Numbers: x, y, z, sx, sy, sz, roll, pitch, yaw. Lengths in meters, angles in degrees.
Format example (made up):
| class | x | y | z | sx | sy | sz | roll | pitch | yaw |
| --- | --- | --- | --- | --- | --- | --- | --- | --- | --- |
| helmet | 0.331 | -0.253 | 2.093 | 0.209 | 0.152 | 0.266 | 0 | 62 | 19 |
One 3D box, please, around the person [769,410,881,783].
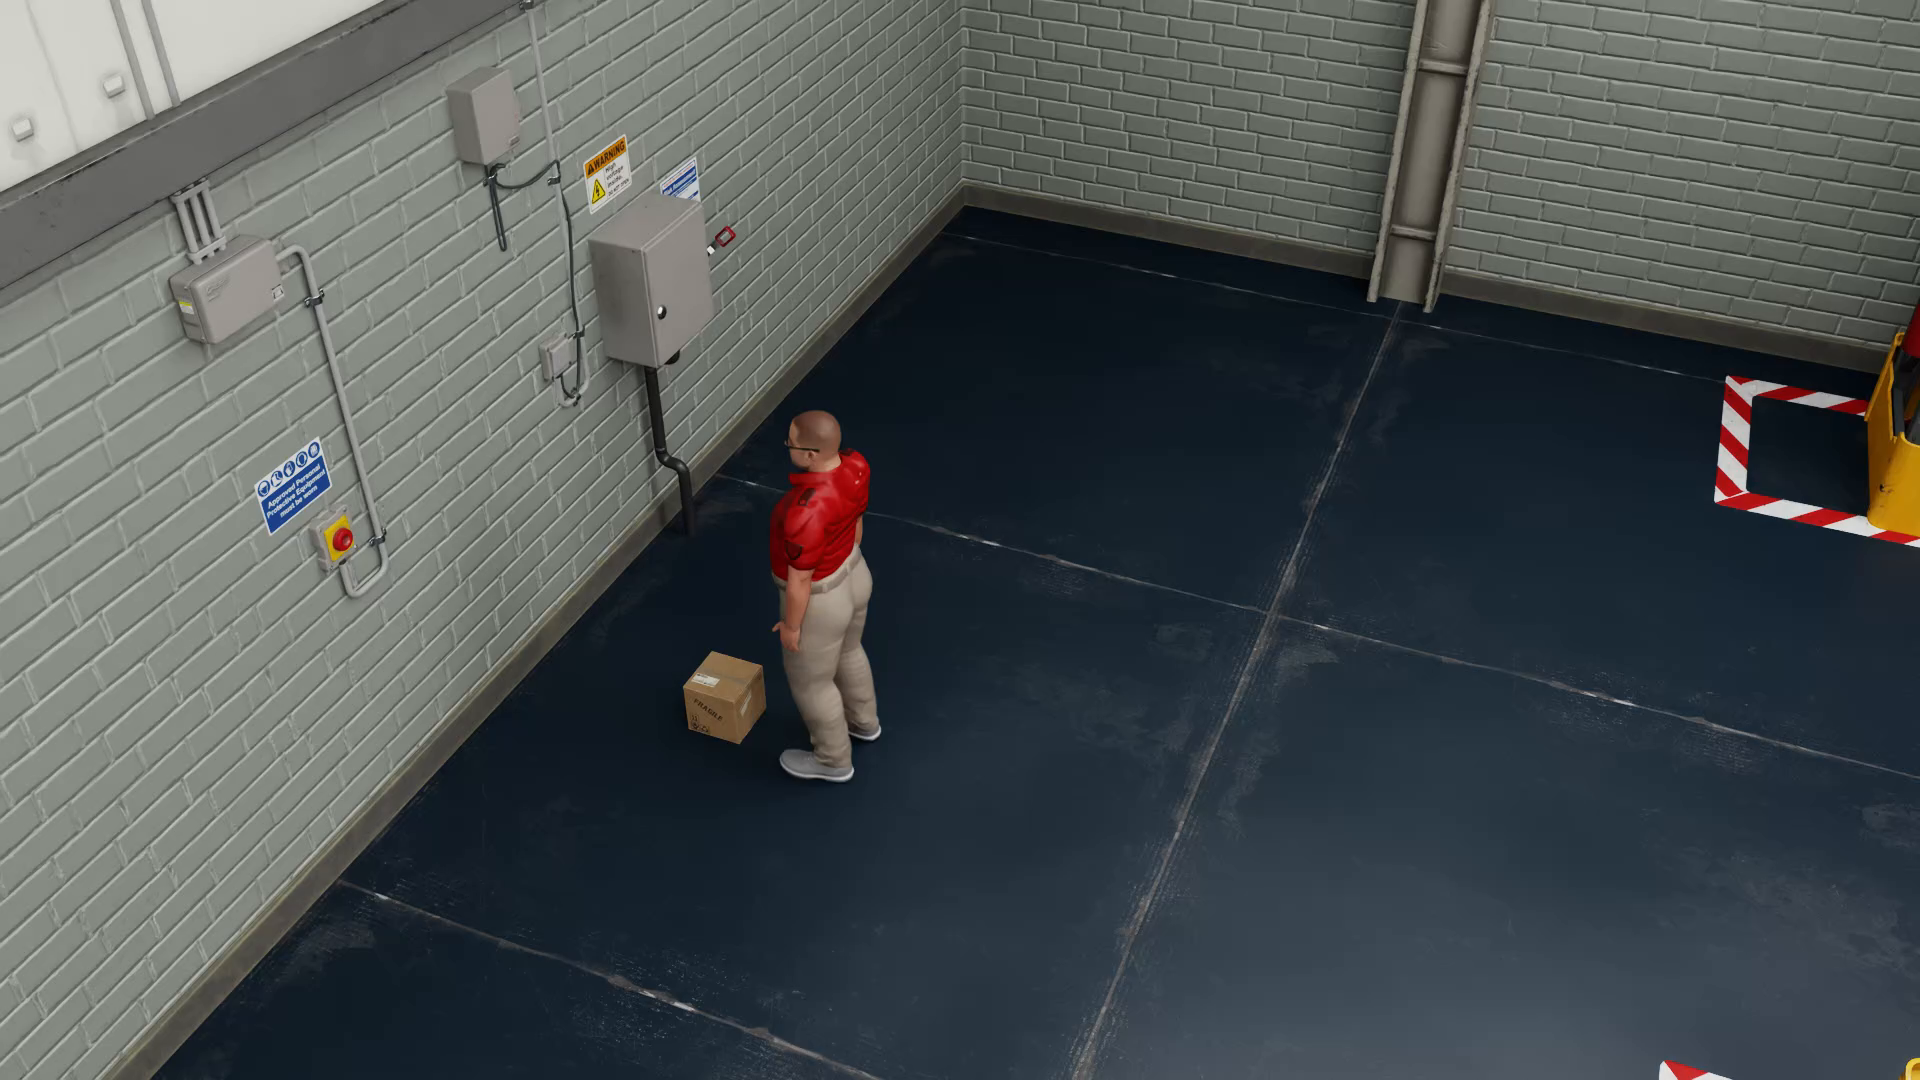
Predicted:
| class | x | y | z | sx | sy | sz | roll | pitch | yaw |
| --- | --- | --- | --- | --- | --- | --- | --- | --- | --- |
| person | -0.564 | 0.254 | 6.584 | 0.361 | 1.628 | 0.526 | 15 | 40 | 19 |
